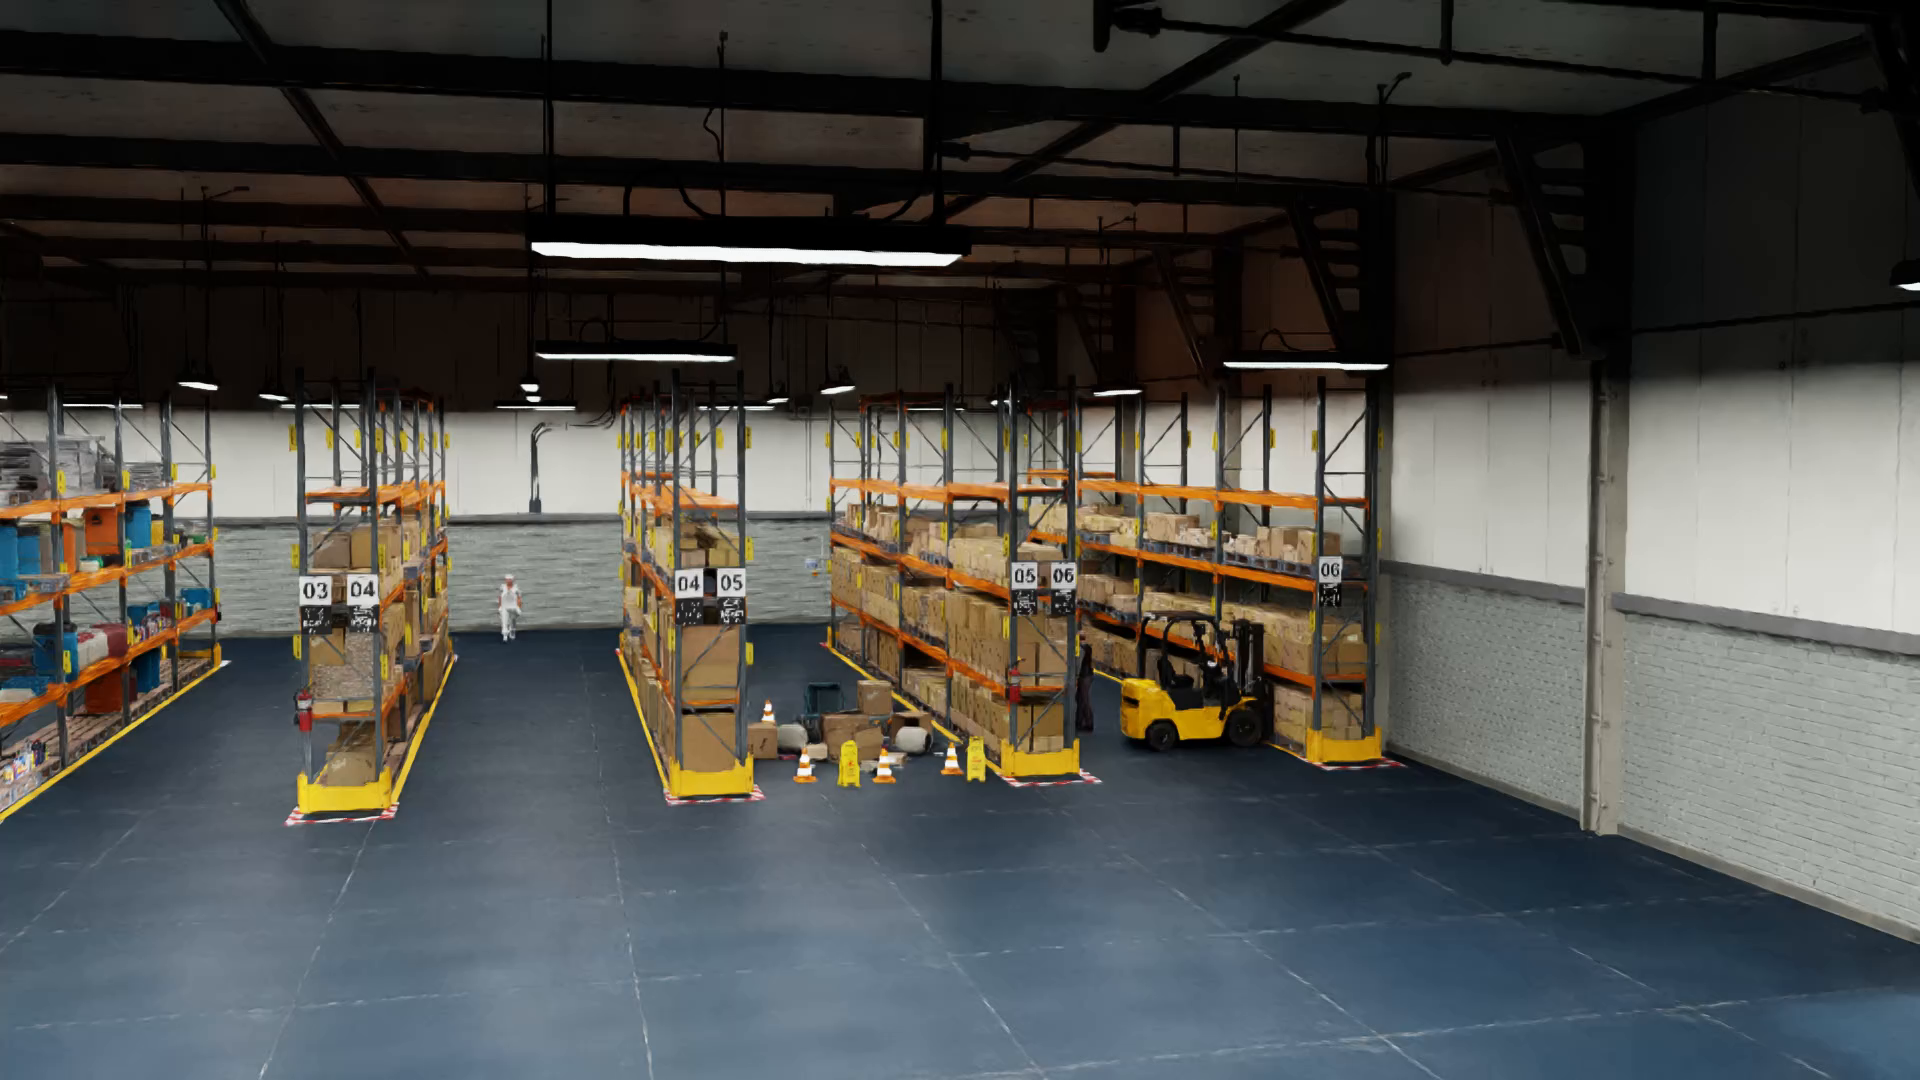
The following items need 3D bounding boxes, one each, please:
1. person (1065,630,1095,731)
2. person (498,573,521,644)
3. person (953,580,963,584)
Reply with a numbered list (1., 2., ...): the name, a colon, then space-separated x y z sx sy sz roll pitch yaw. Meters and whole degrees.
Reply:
1. person: 2.082 2.406 28.840 0.576 1.718 0.626 1 4 18
2. person: -11.146 1.677 41.176 0.550 1.709 1.128 -1 4 -16
3. person: -0.096 1.411 44.765 0.638 1.699 0.457 3 5 41
